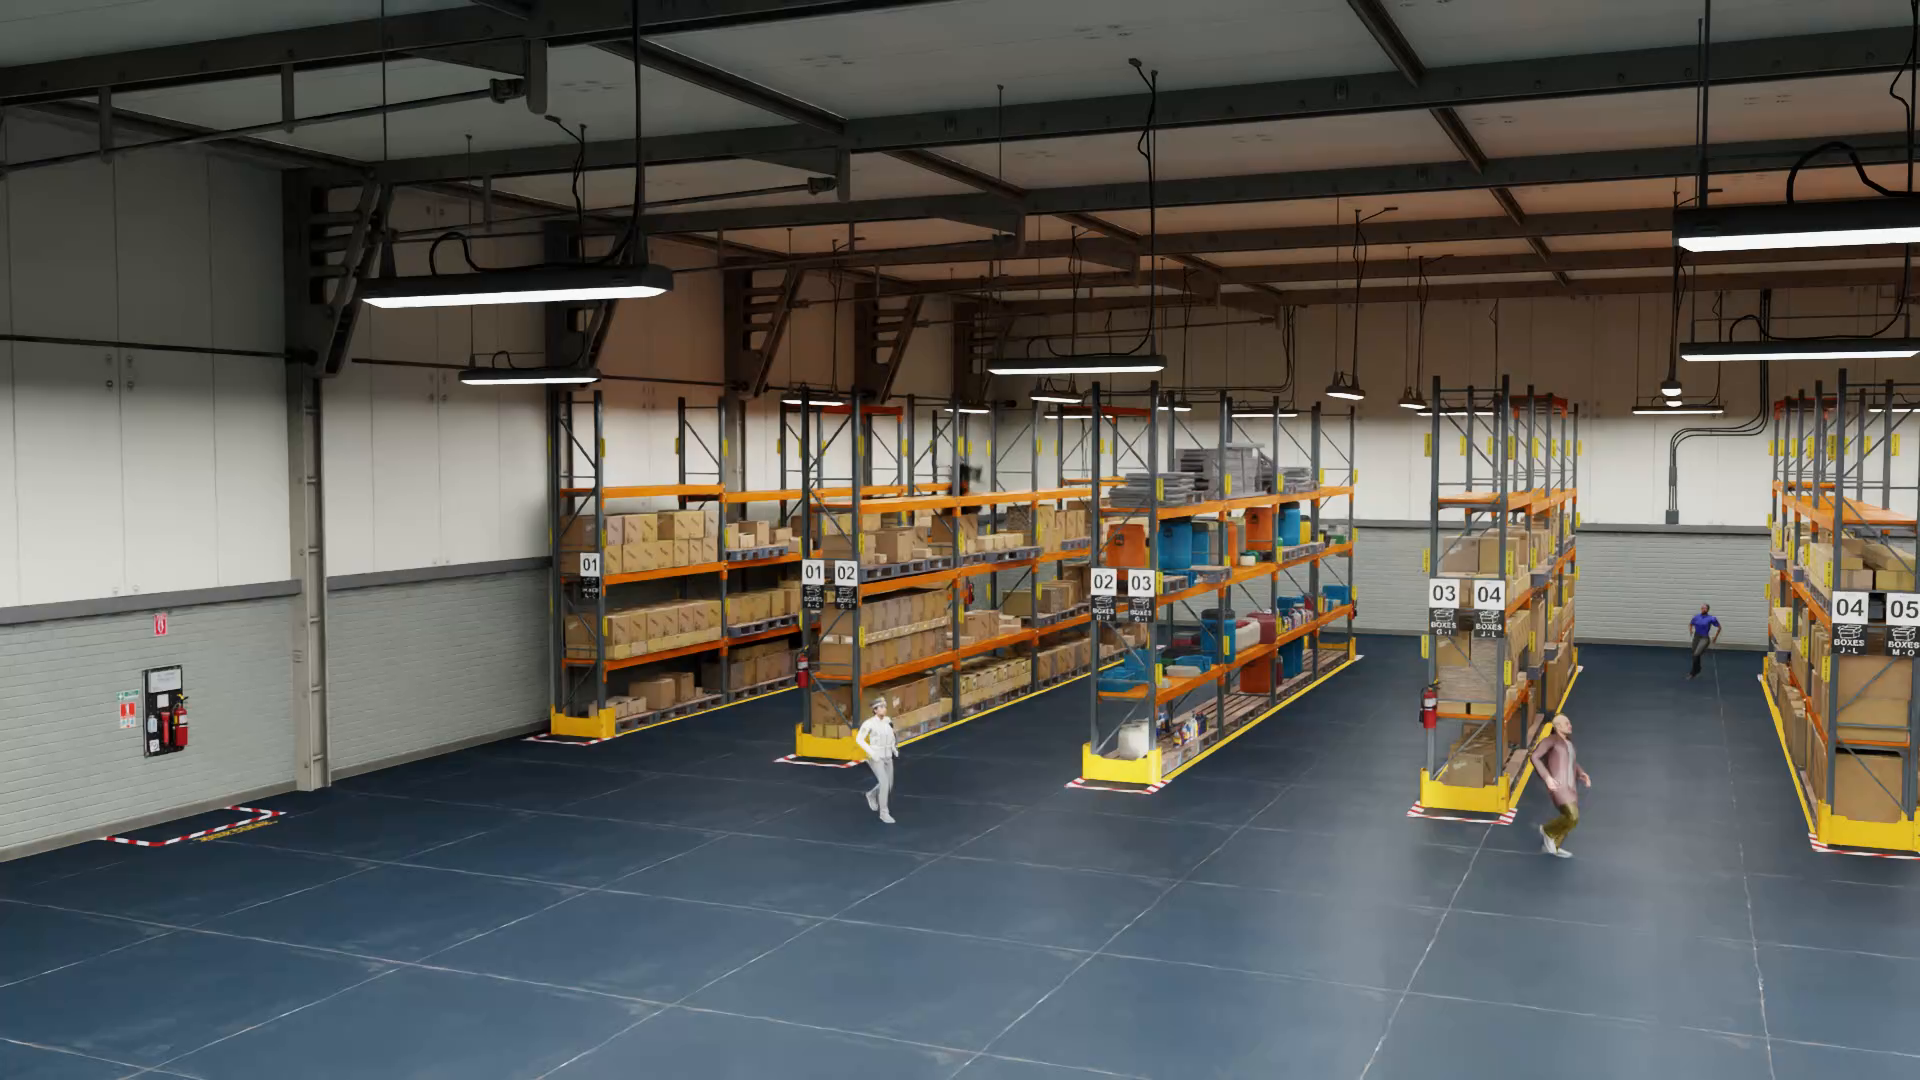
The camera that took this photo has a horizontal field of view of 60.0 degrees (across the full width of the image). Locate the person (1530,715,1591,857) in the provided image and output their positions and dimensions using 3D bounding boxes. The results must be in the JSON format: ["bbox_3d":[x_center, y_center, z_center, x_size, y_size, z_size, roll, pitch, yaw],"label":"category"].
[{"bbox_3d":[7.360,3.014,20.289,0.720,1.738,0.569,-2,4,-38],"label":"person"}]

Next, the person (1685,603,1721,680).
[{"bbox_3d":[16.054,2.212,36.029,0.772,1.671,0.649,-2,4,-37],"label":"person"}]

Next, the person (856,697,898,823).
[{"bbox_3d":[-1.117,2.934,22.393,0.627,1.680,0.656,-3,4,-43],"label":"person"}]
